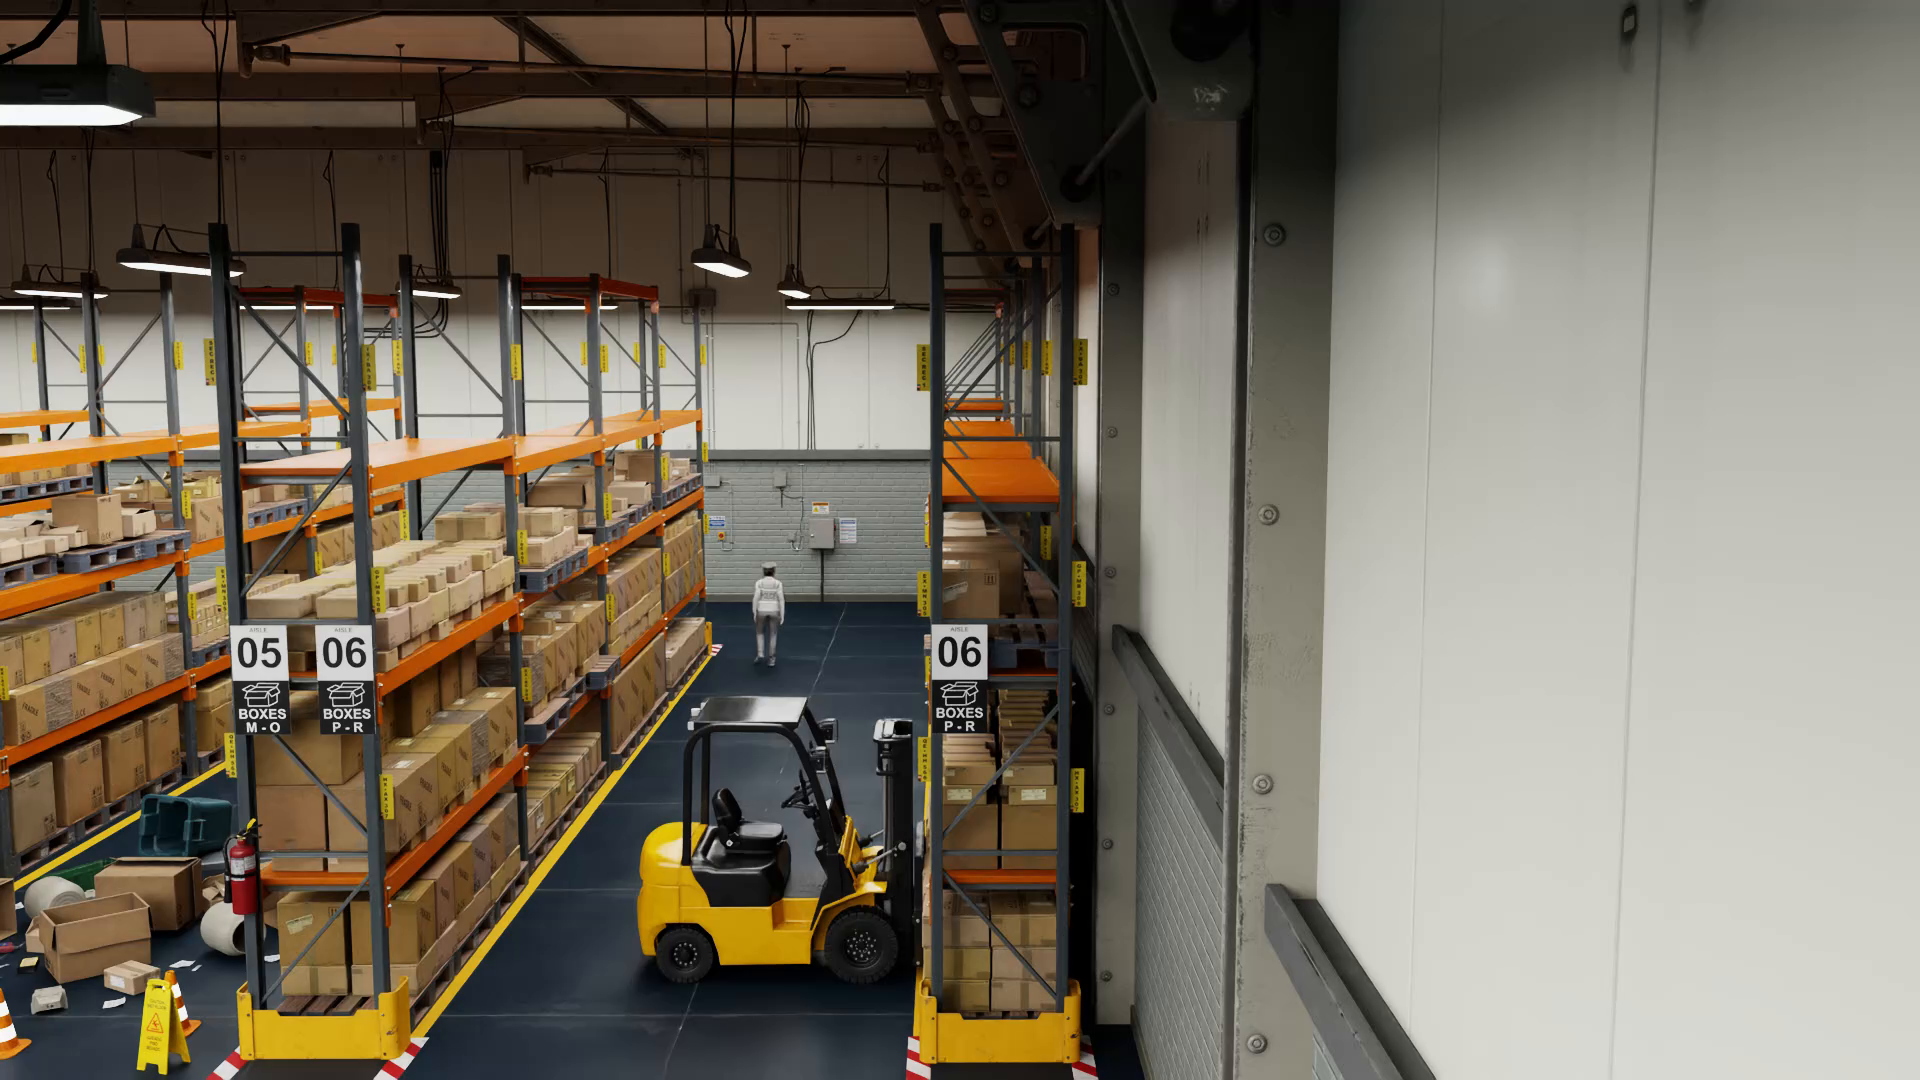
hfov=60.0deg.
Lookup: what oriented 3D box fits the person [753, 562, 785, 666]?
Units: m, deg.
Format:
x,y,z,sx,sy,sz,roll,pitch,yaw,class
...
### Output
x,y,z,sx,sy,sz,roll,pitch,yaw,class
-3.081,1.206,26.799,0.515,1.677,0.467,0,7,-2,person
